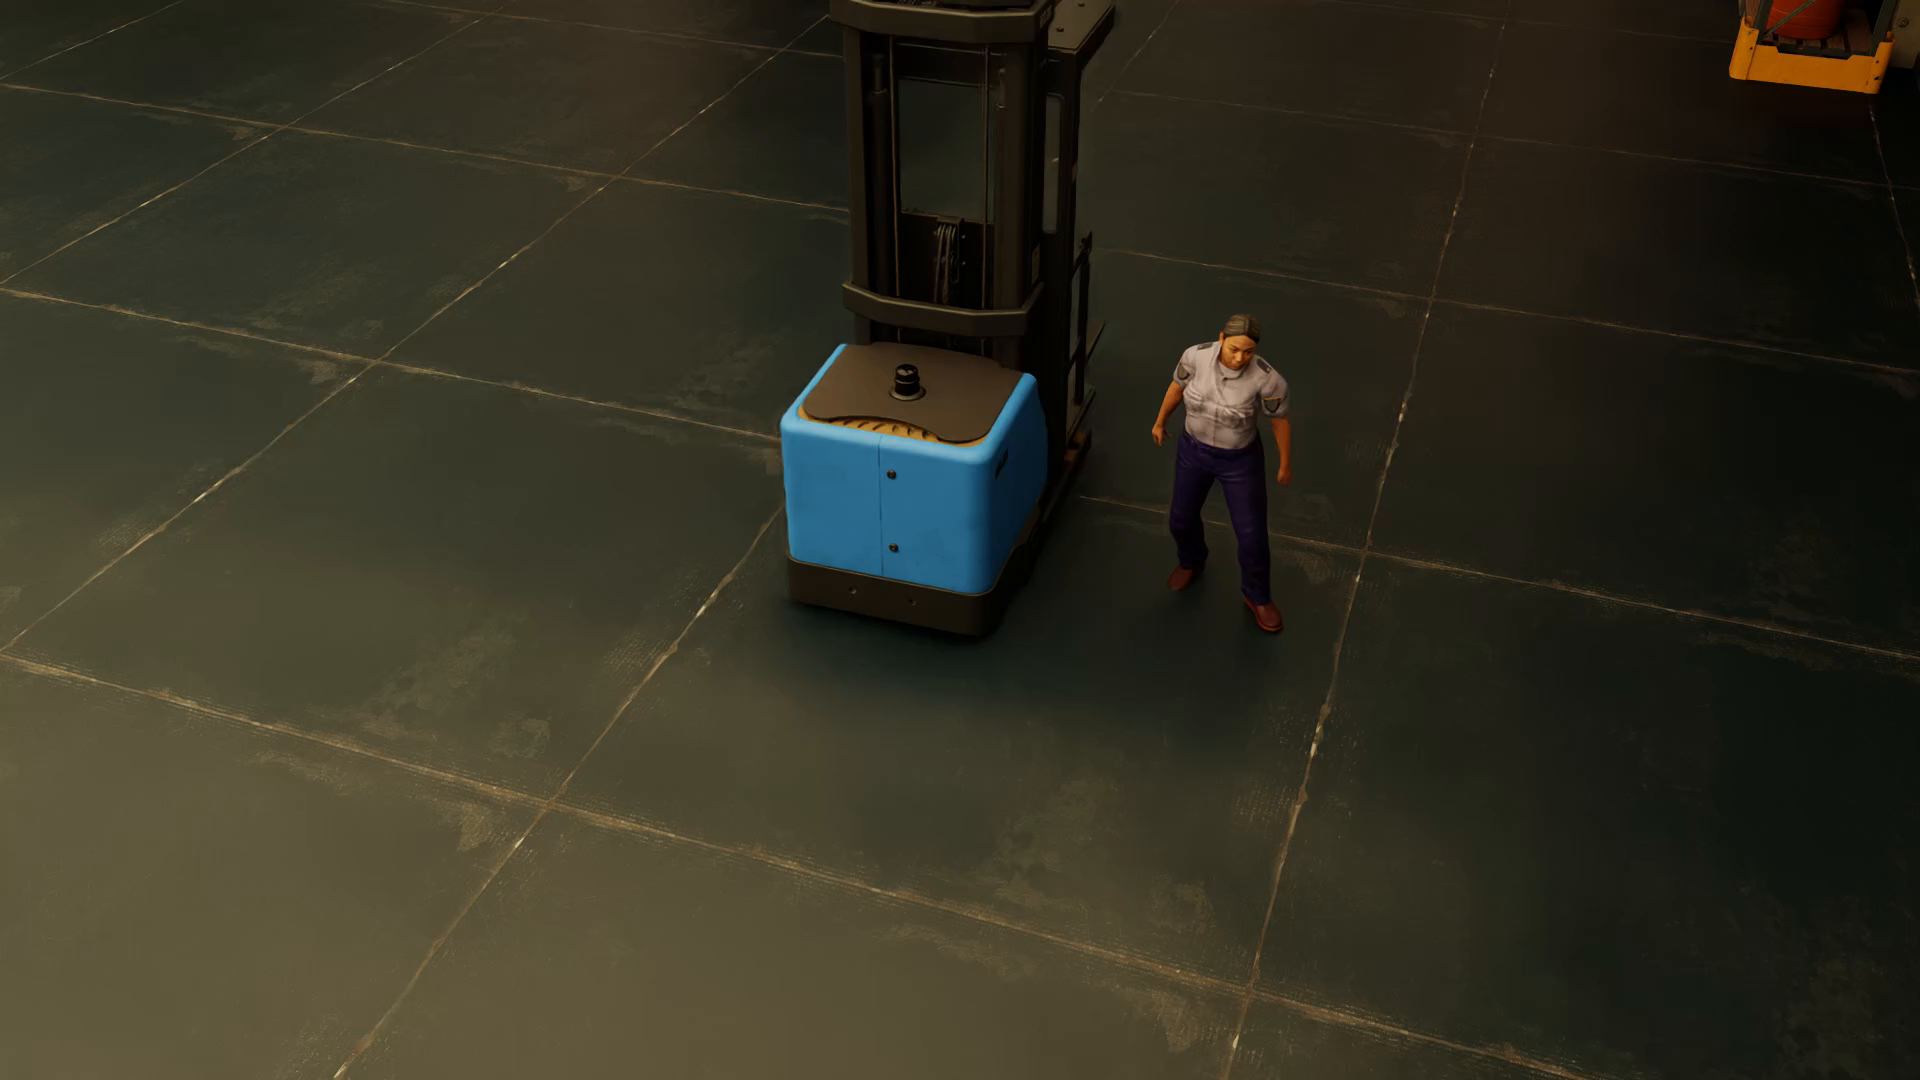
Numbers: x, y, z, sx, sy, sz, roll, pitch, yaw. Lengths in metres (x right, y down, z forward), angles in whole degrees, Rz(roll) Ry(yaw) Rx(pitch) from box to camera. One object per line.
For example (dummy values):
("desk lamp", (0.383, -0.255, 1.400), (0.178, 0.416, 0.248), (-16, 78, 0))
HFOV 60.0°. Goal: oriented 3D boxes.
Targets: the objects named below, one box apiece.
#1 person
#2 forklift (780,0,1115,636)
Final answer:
("person", (1.256, -0.378, 7.820), (0.820, 1.616, 0.402), (19, 40, 25))
("forklift", (0.097, -1.593, 8.357), (1.130, 2.935, 3.031), (11, 37, 14))
